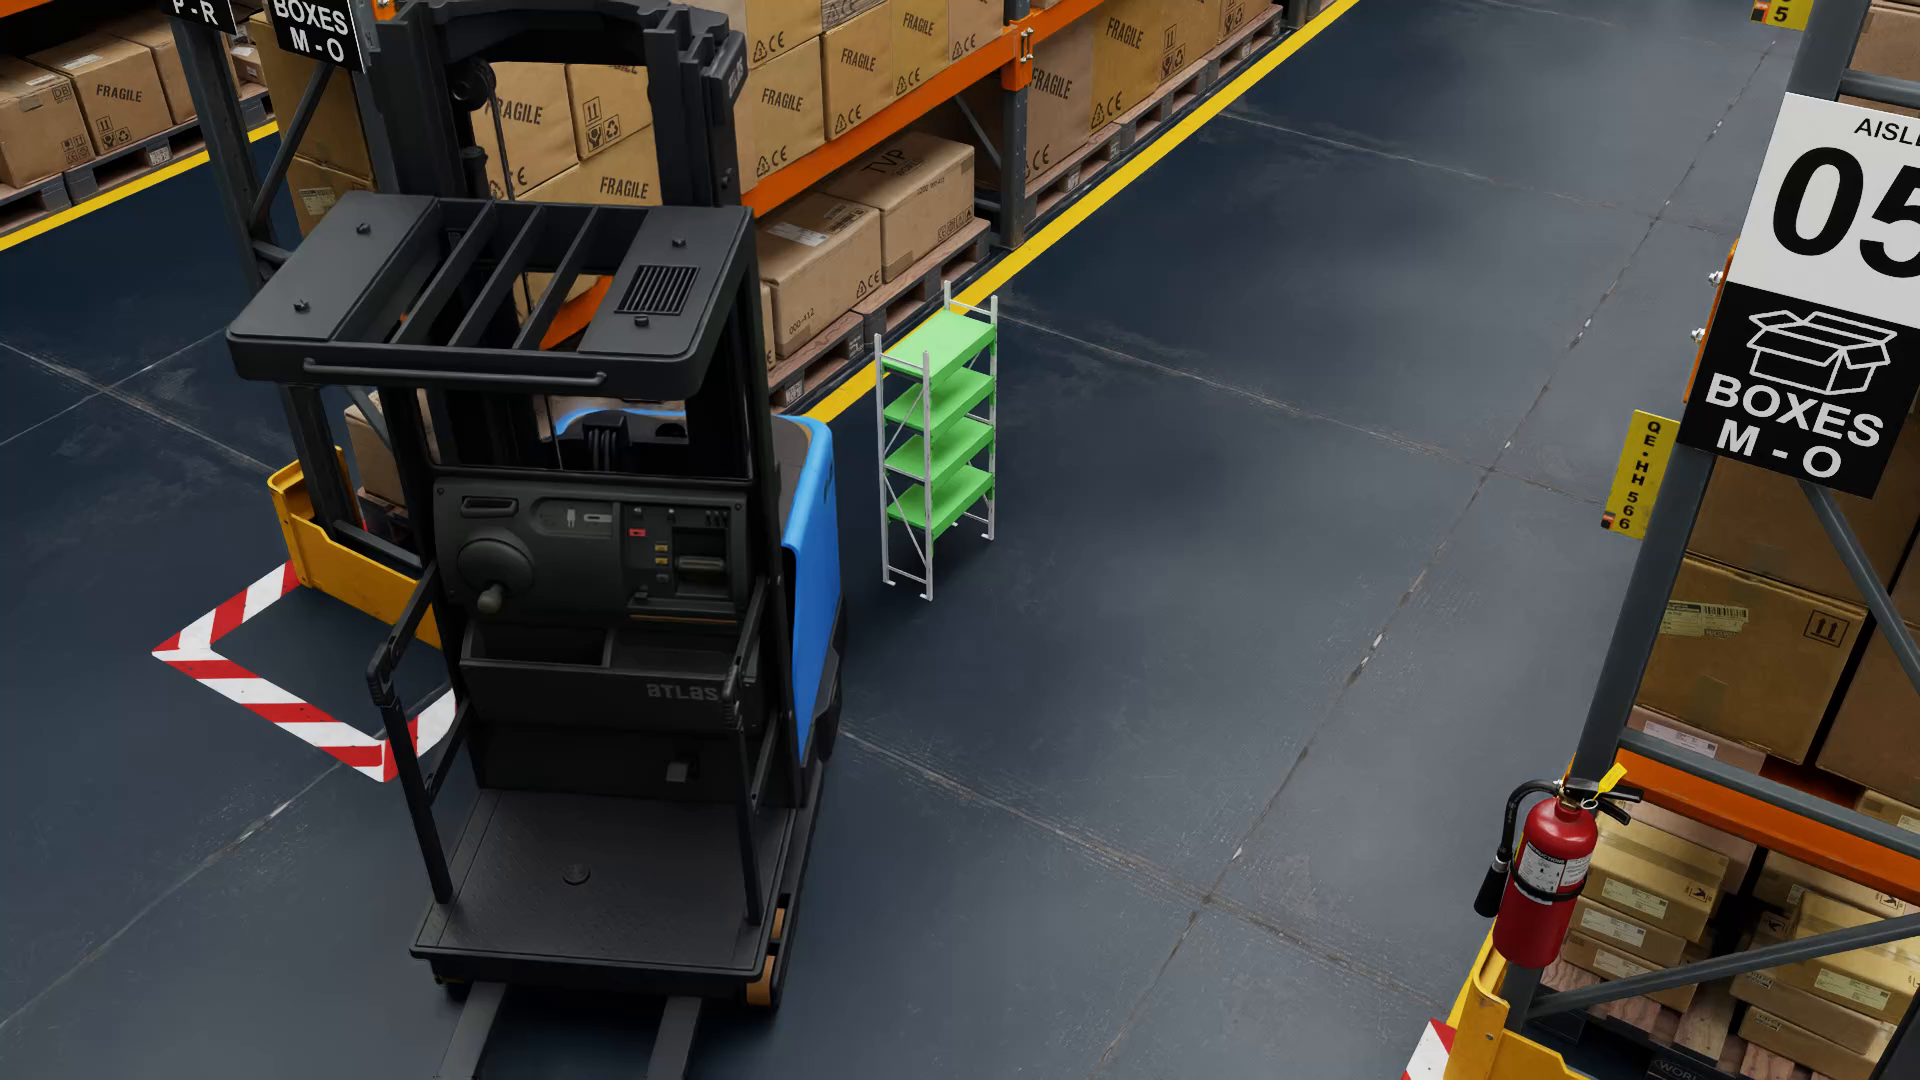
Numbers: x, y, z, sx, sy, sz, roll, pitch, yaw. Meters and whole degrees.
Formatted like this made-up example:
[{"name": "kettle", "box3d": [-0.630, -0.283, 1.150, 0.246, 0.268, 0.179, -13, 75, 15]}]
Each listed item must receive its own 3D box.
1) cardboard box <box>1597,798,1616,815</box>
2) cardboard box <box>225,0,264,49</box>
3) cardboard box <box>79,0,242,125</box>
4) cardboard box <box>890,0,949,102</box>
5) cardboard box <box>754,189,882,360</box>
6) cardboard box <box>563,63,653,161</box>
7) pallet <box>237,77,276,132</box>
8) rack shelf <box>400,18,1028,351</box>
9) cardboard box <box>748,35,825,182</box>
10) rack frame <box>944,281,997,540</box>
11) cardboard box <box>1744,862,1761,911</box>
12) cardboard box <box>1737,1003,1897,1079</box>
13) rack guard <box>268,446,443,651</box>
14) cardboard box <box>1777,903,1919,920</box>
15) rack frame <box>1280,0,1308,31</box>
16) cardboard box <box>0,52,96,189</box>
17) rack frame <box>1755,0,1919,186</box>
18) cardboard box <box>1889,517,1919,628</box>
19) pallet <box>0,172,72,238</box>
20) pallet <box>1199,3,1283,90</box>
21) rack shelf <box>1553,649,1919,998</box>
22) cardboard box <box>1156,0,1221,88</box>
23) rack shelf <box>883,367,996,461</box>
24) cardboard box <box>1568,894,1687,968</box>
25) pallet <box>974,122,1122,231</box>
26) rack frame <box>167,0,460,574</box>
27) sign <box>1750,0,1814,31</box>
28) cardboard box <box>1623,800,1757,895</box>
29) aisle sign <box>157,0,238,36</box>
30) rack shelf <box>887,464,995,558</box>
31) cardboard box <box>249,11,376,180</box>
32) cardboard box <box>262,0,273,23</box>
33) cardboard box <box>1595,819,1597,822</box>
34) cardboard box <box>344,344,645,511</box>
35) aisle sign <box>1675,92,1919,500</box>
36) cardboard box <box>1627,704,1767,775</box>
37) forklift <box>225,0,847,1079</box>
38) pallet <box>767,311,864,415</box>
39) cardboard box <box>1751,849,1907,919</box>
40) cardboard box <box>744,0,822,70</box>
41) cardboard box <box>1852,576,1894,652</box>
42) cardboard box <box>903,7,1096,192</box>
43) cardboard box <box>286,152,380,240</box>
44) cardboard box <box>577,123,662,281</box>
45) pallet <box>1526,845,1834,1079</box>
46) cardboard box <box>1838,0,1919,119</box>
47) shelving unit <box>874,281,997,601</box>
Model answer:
[{"name": "cardboard box", "box3d": [2.318, 0.842, 5.448, 0.380, 0.149, 0.250, 19, 42, 23]}, {"name": "cardboard box", "box3d": [-4.838, -3.458, 11.137, 0.500, 0.311, 0.500, 23, 43, 27]}, {"name": "cardboard box", "box3d": [-4.973, -2.981, 10.364, 0.700, 0.500, 0.500, 20, 42, 23]}, {"name": "cardboard box", "box3d": [-0.395, -2.448, 7.886, 0.500, 0.500, 0.500, 20, 42, 24]}, {"name": "cardboard box", "box3d": [-0.997, -1.399, 8.362, 0.875, 0.438, 0.875, 20, 42, 24]}, {"name": "cardboard box", "box3d": [-1.466, -1.794, 6.220, 0.500, 0.500, 0.500, 20, 42, 24]}, {"name": "pallet", "box3d": [-4.653, -3.161, 11.178, 1.003, 0.211, 1.213, 21, 42, 25]}, {"name": "rack shelf", "box3d": [-1.163, -1.682, 7.564, 1.077, 0.370, 4.000, 21, 42, 25]}, {"name": "cardboard box", "box3d": [-0.945, -1.919, 7.200, 0.500, 0.500, 0.500, 23, 43, 27]}, {"name": "rack frame", "box3d": [0.042, -0.516, 6.936, 0.240, 1.200, 0.015, 21, 42, 25]}, {"name": "cardboard box", "box3d": [2.749, 1.137, 5.310, 0.380, 0.149, 0.250, 22, 43, 26]}, {"name": "cardboard box", "box3d": [2.550, 1.429, 4.931, 0.380, 0.149, 0.250, 22, 43, 26]}, {"name": "rack guard", "box3d": [-2.247, 0.067, 6.754, 1.175, 0.500, 0.348, 21, 42, 25]}, {"name": "cardboard box", "box3d": [2.691, 1.168, 5.026, 0.380, 0.149, 0.250, 21, 42, 25]}, {"name": "rack frame", "box3d": [2.052, -5.060, 11.357, 1.000, 3.000, 0.127, 21, 42, 25]}, {"name": "cardboard box", "box3d": [-5.529, -2.446, 9.669, 0.700, 0.500, 0.500, 23, 43, 27]}, {"name": "rack frame", "box3d": [1.999, -1.744, 2.142, 1.000, 3.000, 0.127, 21, 42, 25]}, {"name": "cardboard box", "box3d": [2.464, -0.067, 3.735, 0.500, 0.500, 0.500, 21, 42, 25]}, {"name": "pallet", "box3d": [-5.961, -1.903, 9.546, 1.003, 0.211, 1.213, 21, 42, 25]}, {"name": "pallet", "box3d": [1.566, -3.574, 11.713, 1.003, 0.211, 1.213, 21, 42, 25]}, {"name": "rack shelf", "box3d": [3.071, -0.115, 5.531, 1.077, 0.370, 4.000, 21, 42, 25]}, {"name": "cardboard box", "box3d": [1.130, -3.597, 10.856, 0.875, 0.875, 0.875, 22, 43, 26]}, {"name": "rack shelf", "box3d": [-0.089, -0.529, 6.665, 0.258, 0.148, 0.480, 21, 42, 25]}, {"name": "cardboard box", "box3d": [2.041, 1.111, 5.099, 0.380, 0.149, 0.250, 20, 42, 24]}, {"name": "pallet", "box3d": [0.258, -2.316, 10.081, 1.003, 0.211, 1.213, 21, 42, 25]}, {"name": "rack frame", "box3d": [-2.234, -0.936, 6.007, 1.000, 3.000, 0.127, 21, 42, 25]}, {"name": "sign", "box3d": [1.542, -1.099, 3.037, 0.100, 0.325, 0.005, 21, 42, 25]}, {"name": "cardboard box", "box3d": [2.252, 0.892, 5.140, 0.380, 0.149, 0.250, 22, 43, 26]}, {"name": "aisle sign", "box3d": [-2.535, -2.029, 5.297, 0.394, 0.787, 0.004, 21, 42, 25]}, {"name": "rack shelf", "box3d": [-0.089, -0.149, 6.959, 0.258, 0.148, 0.480, 21, 42, 25]}, {"name": "cardboard box", "box3d": [-2.177, -1.698, 6.094, 0.500, 0.500, 0.500, 23, 43, 27]}, {"name": "cardboard box", "box3d": [-2.211, -1.879, 5.798, 0.380, 0.149, 0.250, 22, 43, 26]}, {"name": "cardboard box", "box3d": [2.158, 1.089, 5.372, 0.380, 0.149, 0.250, 23, 43, 26]}, {"name": "cardboard box", "box3d": [-1.965, -0.460, 7.145, 0.875, 0.438, 0.875, 20, 42, 24]}, {"name": "aisle sign", "box3d": [1.707, -0.459, 3.259, 0.394, 0.787, 0.004, 21, 42, 25]}, {"name": "cardboard box", "box3d": [1.935, 0.470, 4.389, 0.380, 0.149, 0.250, 21, 42, 25]}, {"name": "forklift", "box3d": [-1.098, 0.108, 4.709, 1.130, 2.935, 3.031, 3, 38, 4]}, {"name": "pallet", "box3d": [-1.218, -0.895, 8.239, 1.003, 0.211, 1.213, 21, 42, 25]}, {"name": "cardboard box", "box3d": [2.613, 1.018, 4.976, 0.380, 0.149, 0.250, 22, 43, 26]}, {"name": "cardboard box", "box3d": [-0.930, -2.319, 6.901, 0.500, 0.500, 0.500, 21, 42, 25]}, {"name": "cardboard box", "box3d": [2.738, 0.049, 4.404, 0.500, 0.500, 0.500, 21, 42, 25]}, {"name": "cardboard box", "box3d": [0.173, -2.668, 9.651, 0.875, 0.875, 0.875, 23, 43, 26]}, {"name": "cardboard box", "box3d": [-2.199, -1.310, 6.411, 0.500, 0.500, 0.500, 21, 42, 25]}, {"name": "cardboard box", "box3d": [-1.487, -1.399, 6.526, 0.500, 0.500, 0.500, 21, 42, 25]}, {"name": "pallet", "box3d": [2.505, 1.289, 5.404, 1.003, 0.211, 1.213, 21, 42, 25]}, {"name": "cardboard box", "box3d": [2.031, -1.016, 3.367, 0.500, 0.250, 0.500, 20, 42, 24]}, {"name": "shelving unit", "box3d": [-0.089, -0.390, 6.773, 0.258, 1.200, 0.503, 21, 42, 25]}]
